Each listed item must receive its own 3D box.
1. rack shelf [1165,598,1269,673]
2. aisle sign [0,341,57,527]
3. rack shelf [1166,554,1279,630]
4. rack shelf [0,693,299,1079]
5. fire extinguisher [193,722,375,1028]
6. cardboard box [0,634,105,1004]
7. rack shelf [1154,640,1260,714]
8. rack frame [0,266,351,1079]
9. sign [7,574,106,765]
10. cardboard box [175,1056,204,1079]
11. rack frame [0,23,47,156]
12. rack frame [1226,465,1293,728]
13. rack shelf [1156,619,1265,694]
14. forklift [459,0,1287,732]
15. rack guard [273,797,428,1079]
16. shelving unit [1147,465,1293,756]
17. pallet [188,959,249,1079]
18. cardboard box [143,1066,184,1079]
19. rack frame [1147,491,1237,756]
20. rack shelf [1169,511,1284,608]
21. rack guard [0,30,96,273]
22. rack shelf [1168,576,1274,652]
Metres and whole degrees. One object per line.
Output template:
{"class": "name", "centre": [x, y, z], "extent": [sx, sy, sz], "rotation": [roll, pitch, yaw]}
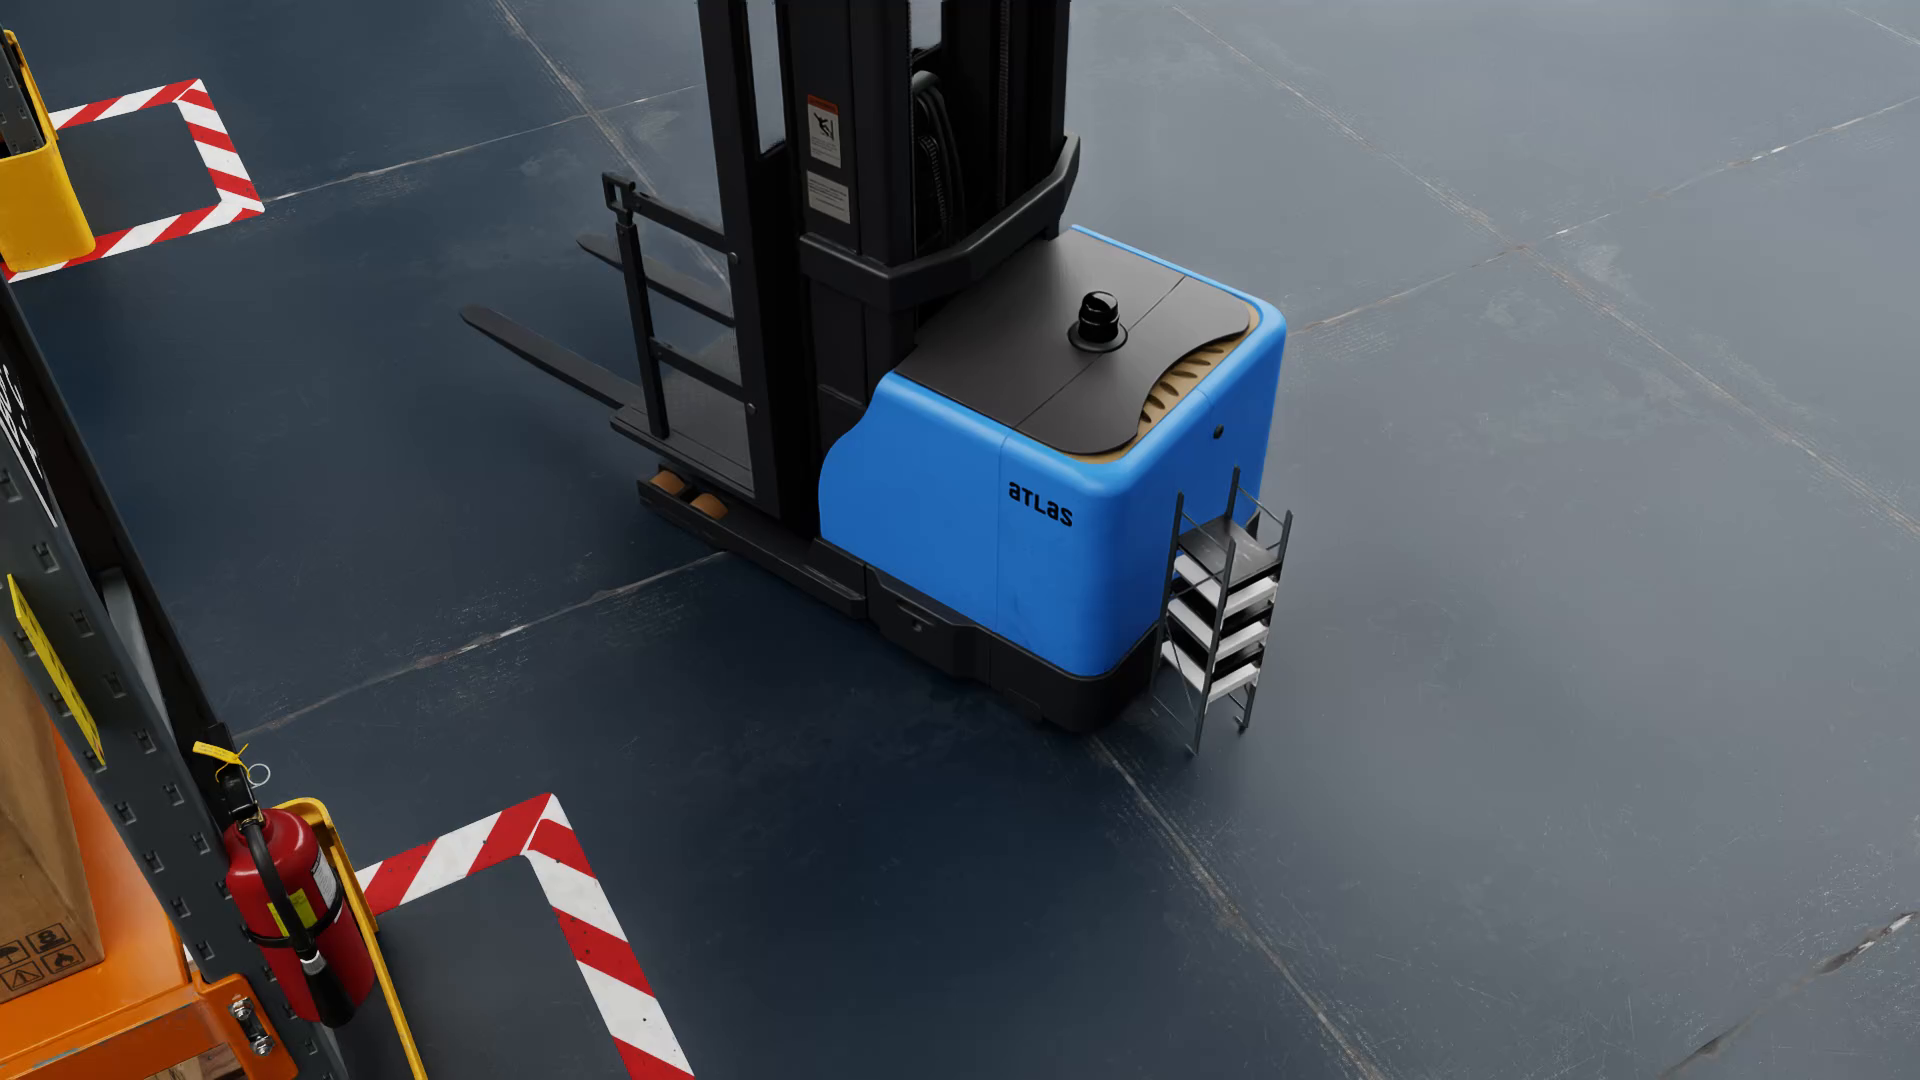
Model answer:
{"class": "rack shelf", "centre": [0.746, 0.248, 4.892], "extent": [0.200, 0.077, 0.258], "rotation": [-24, 49, -25]}
{"class": "aisle sign", "centre": [-1.356, -0.420, 2.162], "extent": [0.004, 0.787, 0.394], "rotation": [-22, 48, -21]}
{"class": "rack shelf", "centre": [0.750, 0.117, 4.769], "extent": [0.200, 0.077, 0.258], "rotation": [-24, 49, -25]}
{"class": "rack shelf", "centre": [-3.293, 1.311, 2.762], "extent": [4.000, 0.370, 1.077], "rotation": [-22, 48, -21]}
{"class": "fire extinguisher", "centre": [-1.225, 0.626, 3.007], "extent": [0.183, 0.674, 0.296], "rotation": [-22, 48, -21]}
{"class": "cardboard box", "centre": [-1.970, 0.477, 3.033], "extent": [0.500, 0.500, 0.700], "rotation": [-22, 48, -21]}
{"class": "rack shelf", "centre": [0.743, 0.379, 5.016], "extent": [0.200, 0.077, 0.258], "rotation": [-24, 49, -25]}
{"class": "rack frame", "centre": [-1.559, 0.359, 3.227], "extent": [0.127, 3.000, 1.000], "rotation": [-22, 48, -21]}
{"class": "sign", "centre": [-1.301, 0.190, 2.398], "extent": [0.005, 0.325, 0.100], "rotation": [-22, 48, -21]}
{"class": "cardboard box", "centre": [-2.135, 1.246, 3.985], "extent": [0.500, 0.250, 0.500], "rotation": [-22, 48, -21]}
{"class": "rack frame", "centre": [-4.024, -2.634, 6.310], "extent": [0.127, 3.000, 1.000], "rotation": [-22, 48, -21]}
{"class": "rack frame", "centre": [0.831, 0.186, 4.912], "extent": [0.006, 0.900, 0.240], "rotation": [-24, 49, -25]}
{"class": "rack shelf", "centre": [0.744, 0.314, 4.954], "extent": [0.200, 0.077, 0.258], "rotation": [-24, 49, -25]}
{"class": "forklift", "centre": [-0.498, -1.312, 4.997], "extent": [3.031, 2.935, 1.130], "rotation": [28, 51, 26]}
{"class": "rack guard", "centre": [-1.538, 1.247, 4.106], "extent": [0.348, 0.500, 1.175], "rotation": [-22, 48, -21]}
{"class": "shelving unit", "centre": [0.747, 0.224, 4.870], "extent": [0.210, 0.900, 0.258], "rotation": [-24, 49, -25]}
{"class": "pallet", "centre": [-2.201, 1.650, 3.898], "extent": [1.213, 0.211, 1.003], "rotation": [-22, 48, -21]}
{"class": "cardboard box", "centre": [-1.876, 1.291, 3.400], "extent": [0.500, 0.500, 0.500], "rotation": [-22, 48, -21]}
{"class": "rack frame", "centre": [0.662, 0.262, 4.827], "extent": [0.006, 0.900, 0.240], "rotation": [-24, 49, -25]}
{"class": "rack shelf", "centre": [0.751, 0.052, 4.707], "extent": [0.200, 0.077, 0.258], "rotation": [-24, 49, -25]}
{"class": "rack guard", "centre": [-4.066, -1.682, 7.124], "extent": [0.348, 0.500, 1.175], "rotation": [-22, 48, -21]}
{"class": "rack shelf", "centre": [0.748, 0.183, 4.831], "extent": [0.200, 0.077, 0.258], "rotation": [-24, 49, -25]}
